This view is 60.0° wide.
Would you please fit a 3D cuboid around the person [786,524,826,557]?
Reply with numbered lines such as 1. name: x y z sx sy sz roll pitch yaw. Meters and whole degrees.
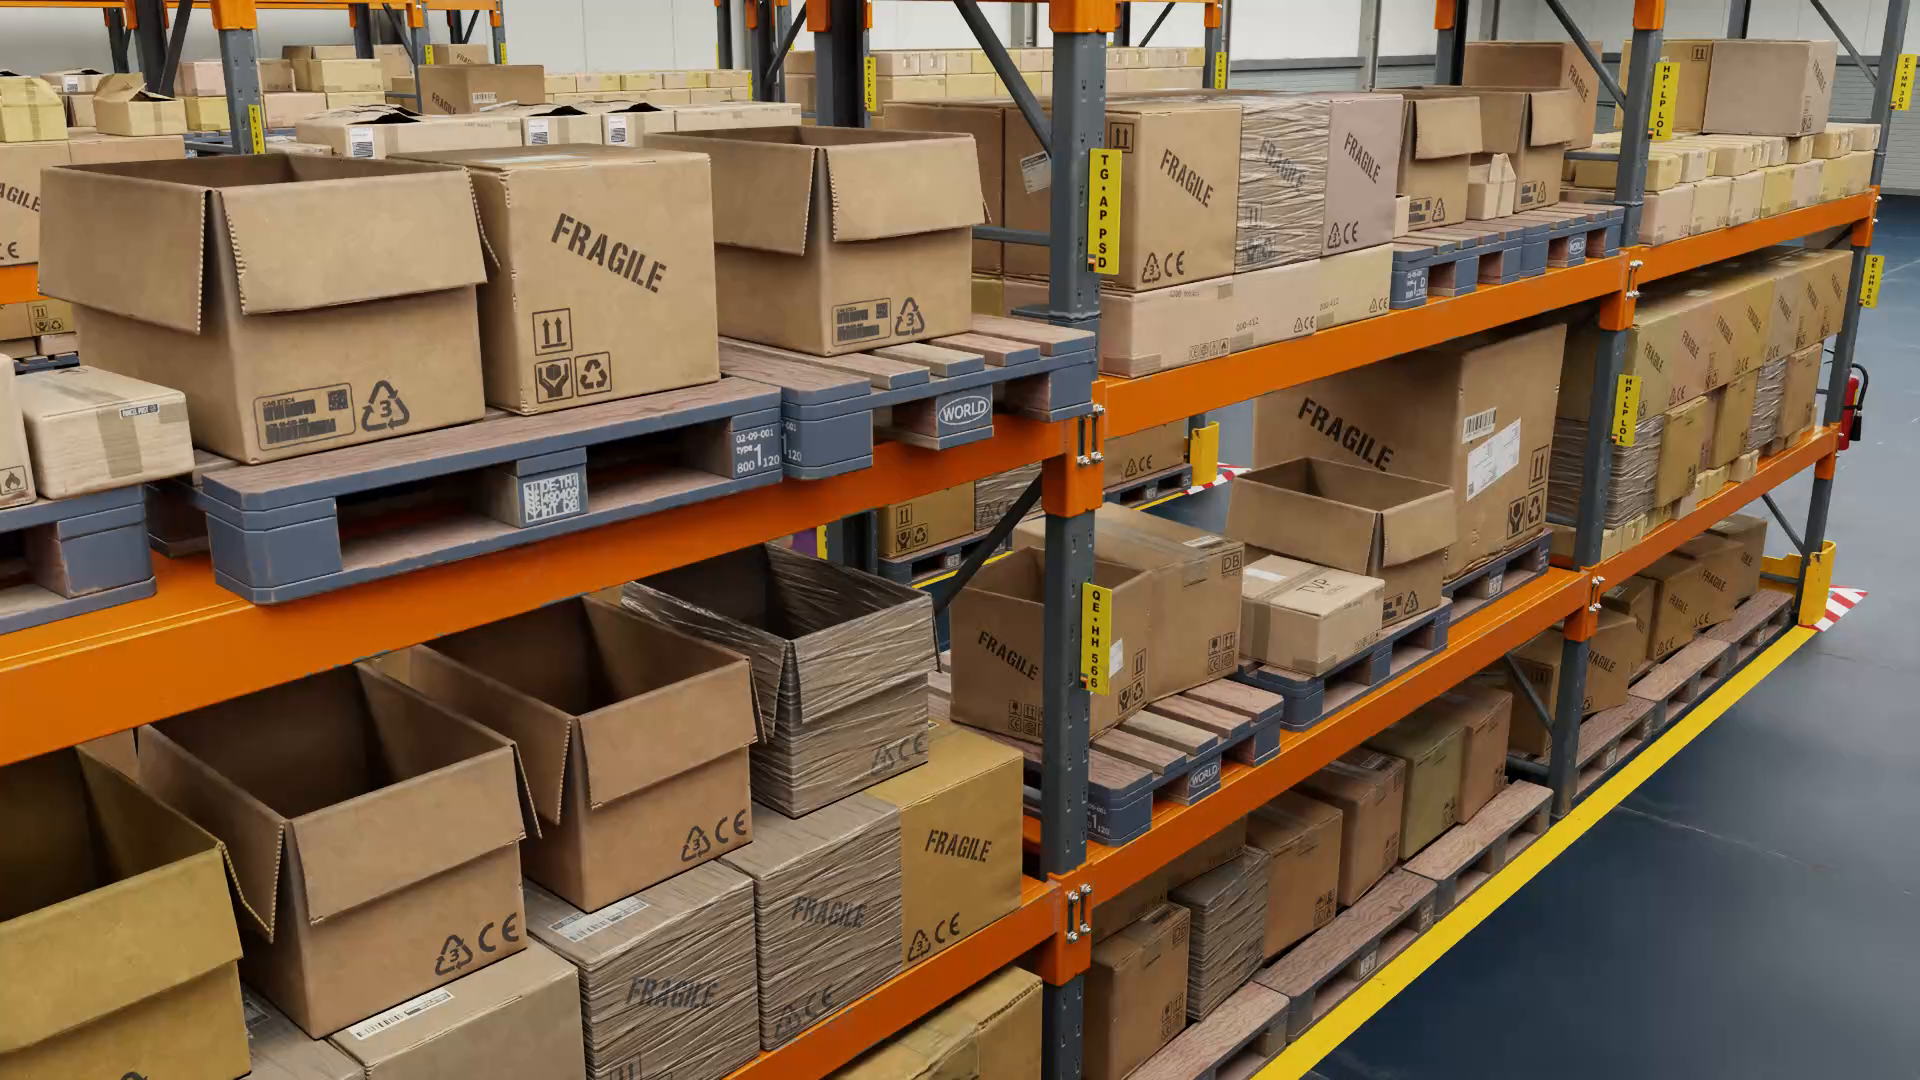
1. person: -0.828 0.189 9.454 0.469 1.592 0.348 14 22 37
